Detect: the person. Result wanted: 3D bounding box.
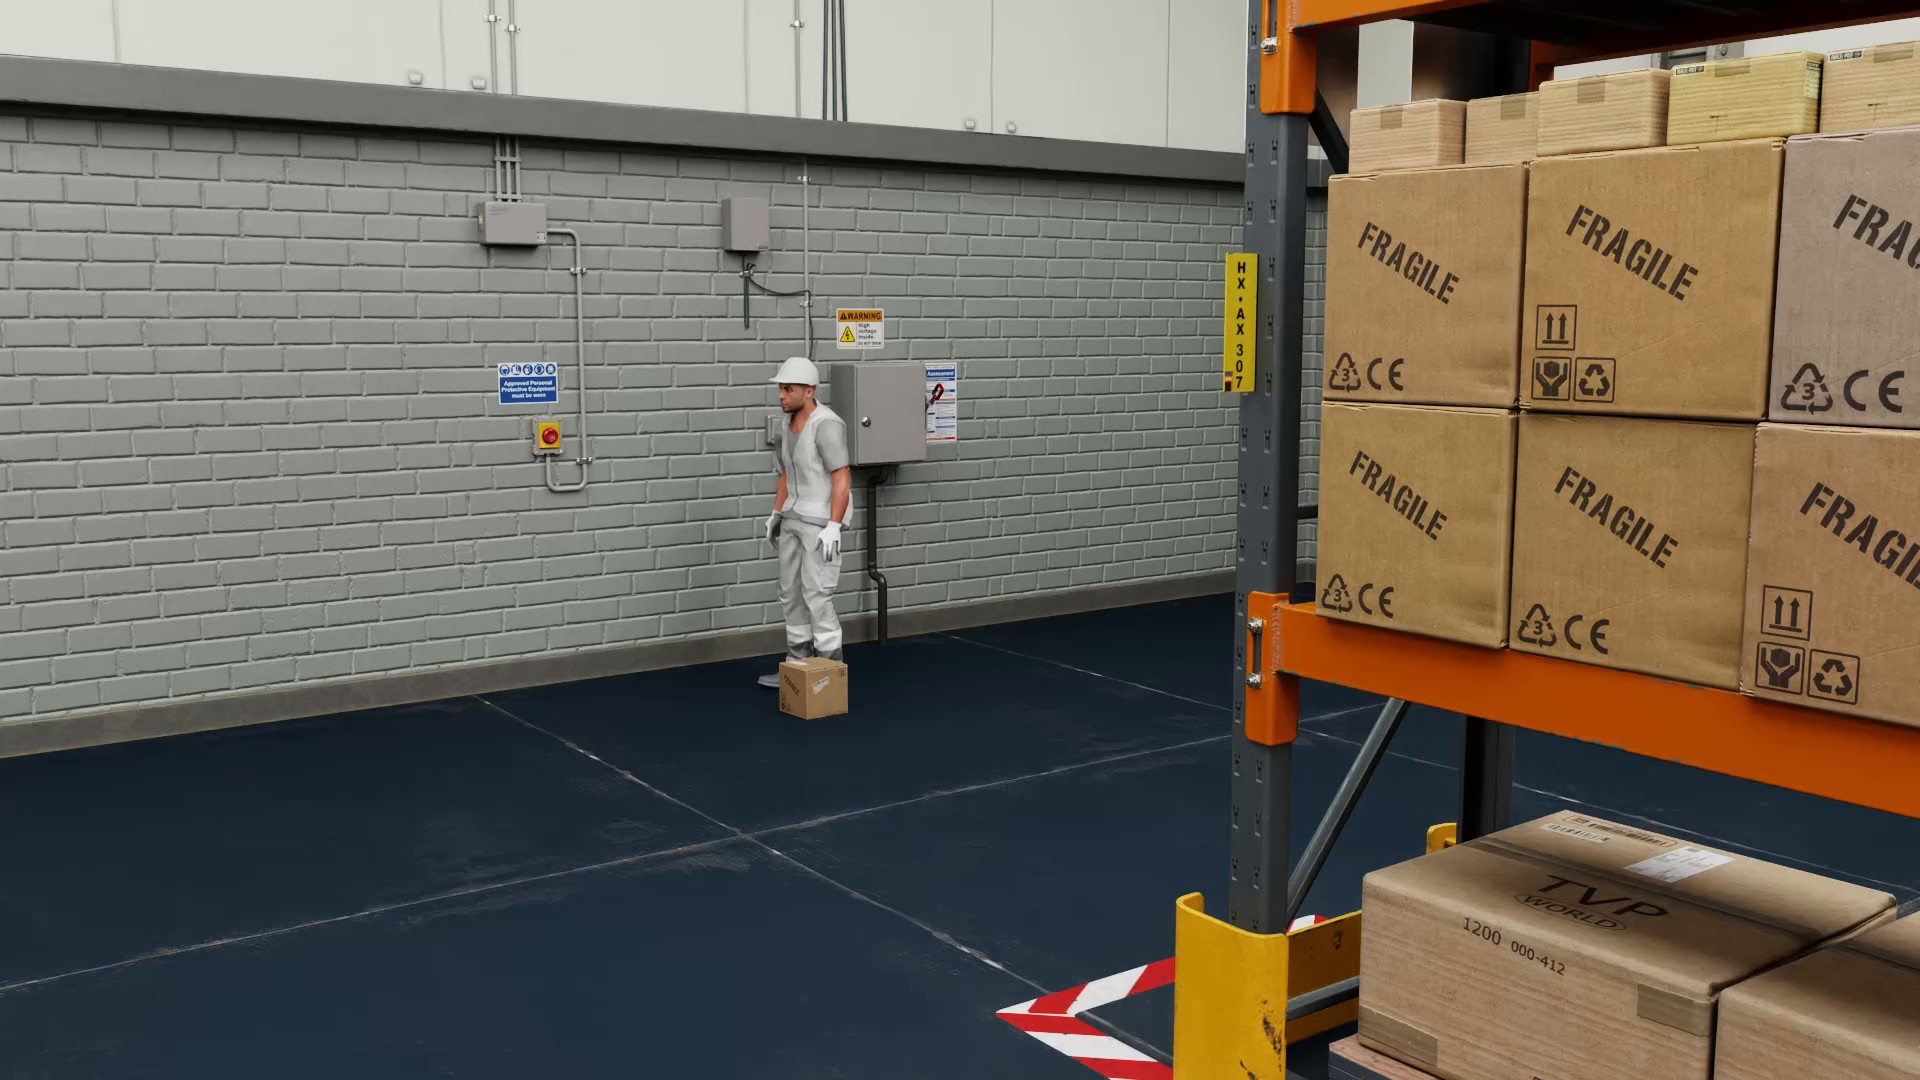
[{"bbox_3d":[-0.806,-0.068,8.748,0.449,1.780,0.623,-6,10,-38],"label":"person"}]
